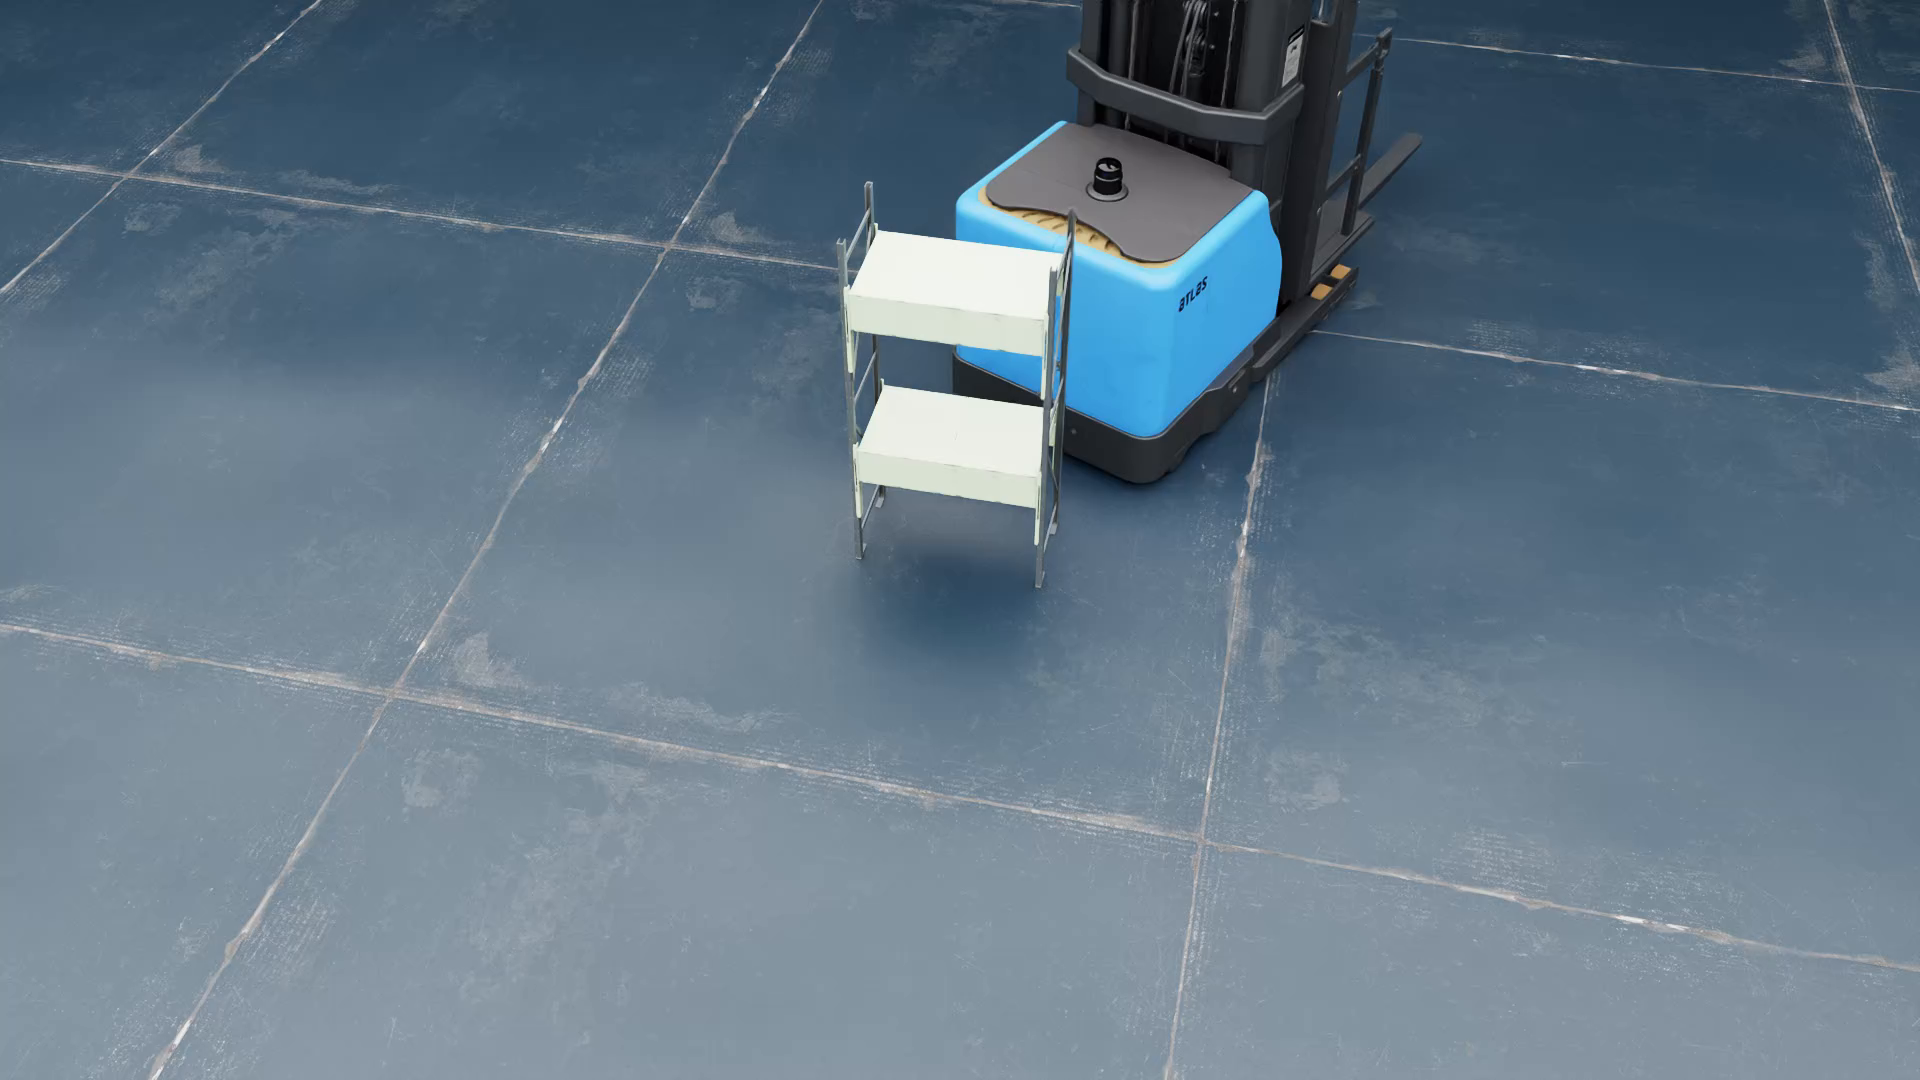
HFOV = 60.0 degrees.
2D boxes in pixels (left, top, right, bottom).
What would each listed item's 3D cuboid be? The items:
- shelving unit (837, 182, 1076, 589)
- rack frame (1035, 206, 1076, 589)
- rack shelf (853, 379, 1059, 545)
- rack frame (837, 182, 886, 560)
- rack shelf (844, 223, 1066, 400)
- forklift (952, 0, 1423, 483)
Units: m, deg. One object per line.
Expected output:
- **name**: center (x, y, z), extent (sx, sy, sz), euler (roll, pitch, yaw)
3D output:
- **shelving unit**: center (-0.007, -0.541, 6.231), extent (0.755, 1.500, 0.431), euler (9, 45, 9)
- **rack frame**: center (0.351, -0.486, 6.173), extent (0.023, 1.500, 0.400), euler (9, 45, 9)
- **rack shelf**: center (-0.007, -0.306, 6.457), extent (0.720, 0.370, 0.431), euler (9, 45, 9)
- **rack frame**: center (-0.364, -0.597, 6.289), extent (0.023, 1.500, 0.400), euler (9, 45, 9)
- **rack shelf**: center (-0.007, -0.823, 5.960), extent (0.720, 0.370, 0.431), euler (9, 45, 9)
- **forklift**: center (1.239, -2.272, 6.997), extent (1.130, 2.935, 3.031), euler (27, 50, 25)
